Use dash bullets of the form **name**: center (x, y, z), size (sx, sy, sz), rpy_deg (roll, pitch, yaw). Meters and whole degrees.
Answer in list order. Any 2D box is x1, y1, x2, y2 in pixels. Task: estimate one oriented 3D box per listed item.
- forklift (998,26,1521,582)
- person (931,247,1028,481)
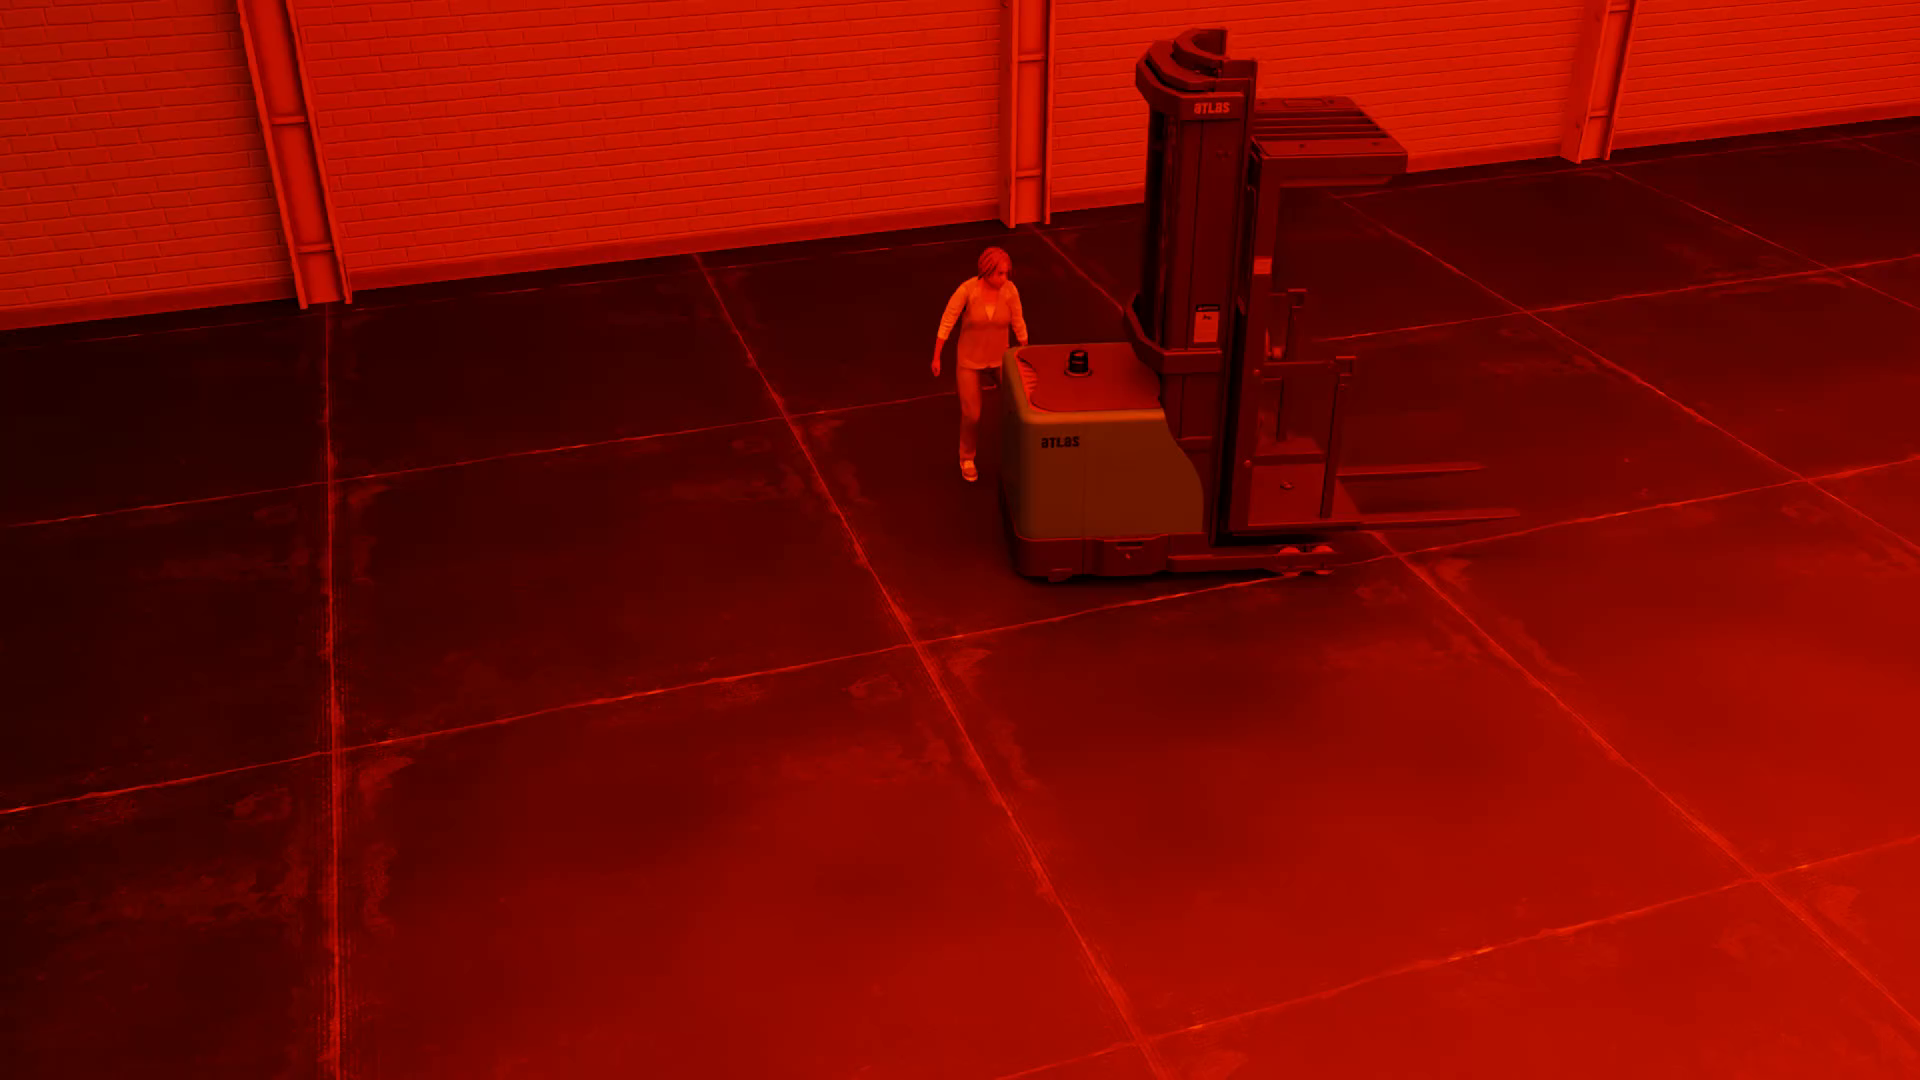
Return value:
- **forklift**: center (1.784, -1.321, 9.382), size (3.031, 2.935, 1.130), rpy_deg (-3, 30, -4)
- **person**: center (0.191, -1.104, 10.396), size (0.732, 1.565, 0.388), rpy_deg (-7, 31, -12)
